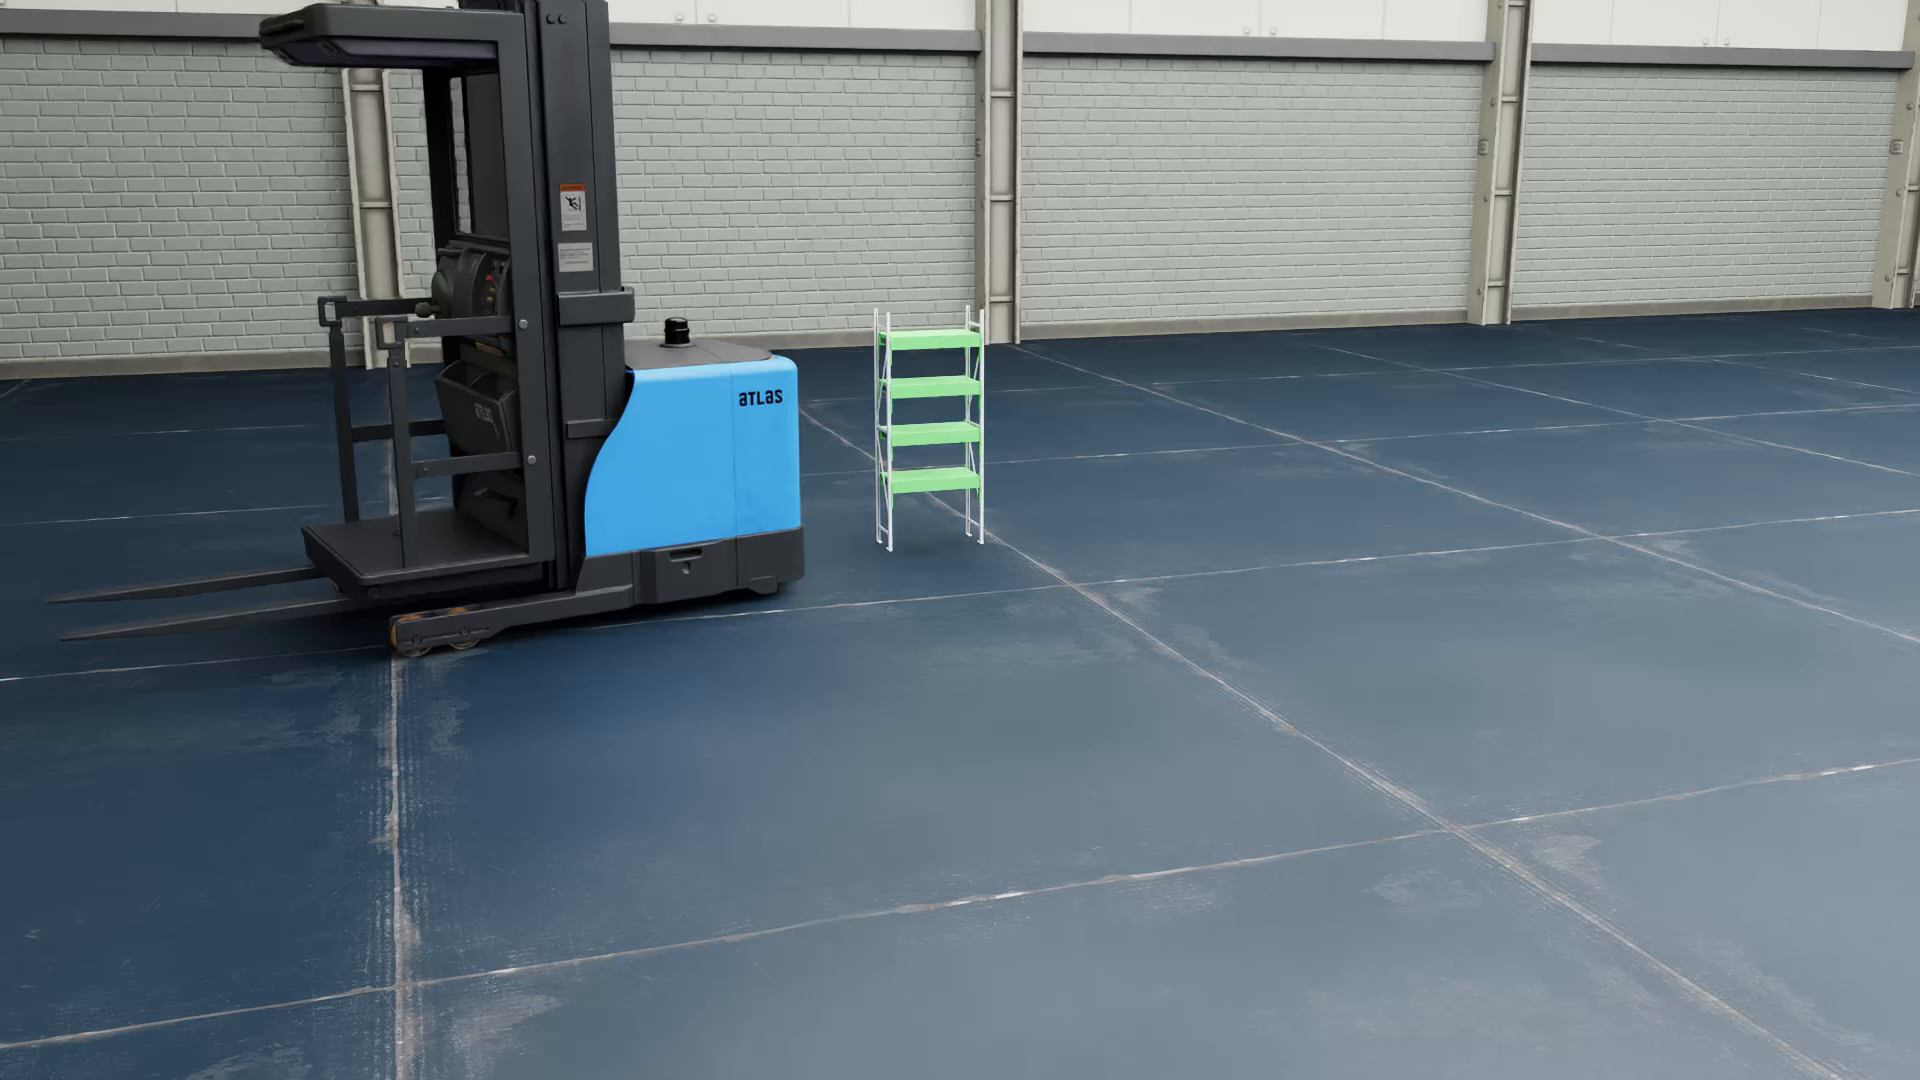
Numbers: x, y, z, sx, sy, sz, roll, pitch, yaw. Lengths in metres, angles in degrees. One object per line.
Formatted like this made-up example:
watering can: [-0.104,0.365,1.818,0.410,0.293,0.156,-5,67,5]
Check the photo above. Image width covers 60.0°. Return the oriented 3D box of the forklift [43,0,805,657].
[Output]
forklift: [-2.230,-1.096,6.916,3.031,2.935,1.130,-8,16,-32]

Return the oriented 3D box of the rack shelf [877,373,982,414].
rack shelf: [-0.157,-0.743,8.412,0.480,0.148,0.258,-4,14,-18]

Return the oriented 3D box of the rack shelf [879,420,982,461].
rack shelf: [-0.157,-0.509,8.467,0.480,0.148,0.258,-4,14,-18]

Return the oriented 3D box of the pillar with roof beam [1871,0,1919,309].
pillar with roof beam: [13.135,-6.373,15.988,0.400,9.000,9.100,-4,14,-18]

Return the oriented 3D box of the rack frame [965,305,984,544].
rack frame: [0.074,-0.590,8.528,0.015,1.200,0.240,-4,14,-18]

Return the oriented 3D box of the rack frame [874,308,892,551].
rack frame: [-0.388,-0.553,8.377,0.015,1.200,0.240,-4,14,-18]

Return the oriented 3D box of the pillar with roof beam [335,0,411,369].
pillar with roof beam: [-3.925,-5.044,10.403,0.400,9.000,9.100,-4,14,-18]

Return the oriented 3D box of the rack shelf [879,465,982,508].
rack shelf: [-0.157,-0.276,8.523,0.480,0.148,0.258,-4,14,-18]

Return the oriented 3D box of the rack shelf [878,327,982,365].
rack shelf: [-0.157,-0.976,8.356,0.480,0.148,0.258,-4,14,-18]

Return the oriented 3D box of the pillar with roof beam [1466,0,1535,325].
pillar with roof beam: [7.448,-5.930,14.127,0.400,9.000,9.100,-4,14,-18]

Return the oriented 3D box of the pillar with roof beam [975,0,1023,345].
pillar with roof beam: [1.762,-5.487,12.265,0.400,9.000,9.100,-4,14,-18]

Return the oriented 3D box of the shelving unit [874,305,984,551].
shelving unit: [-0.157,-0.571,8.453,0.503,1.200,0.258,-4,14,-18]
